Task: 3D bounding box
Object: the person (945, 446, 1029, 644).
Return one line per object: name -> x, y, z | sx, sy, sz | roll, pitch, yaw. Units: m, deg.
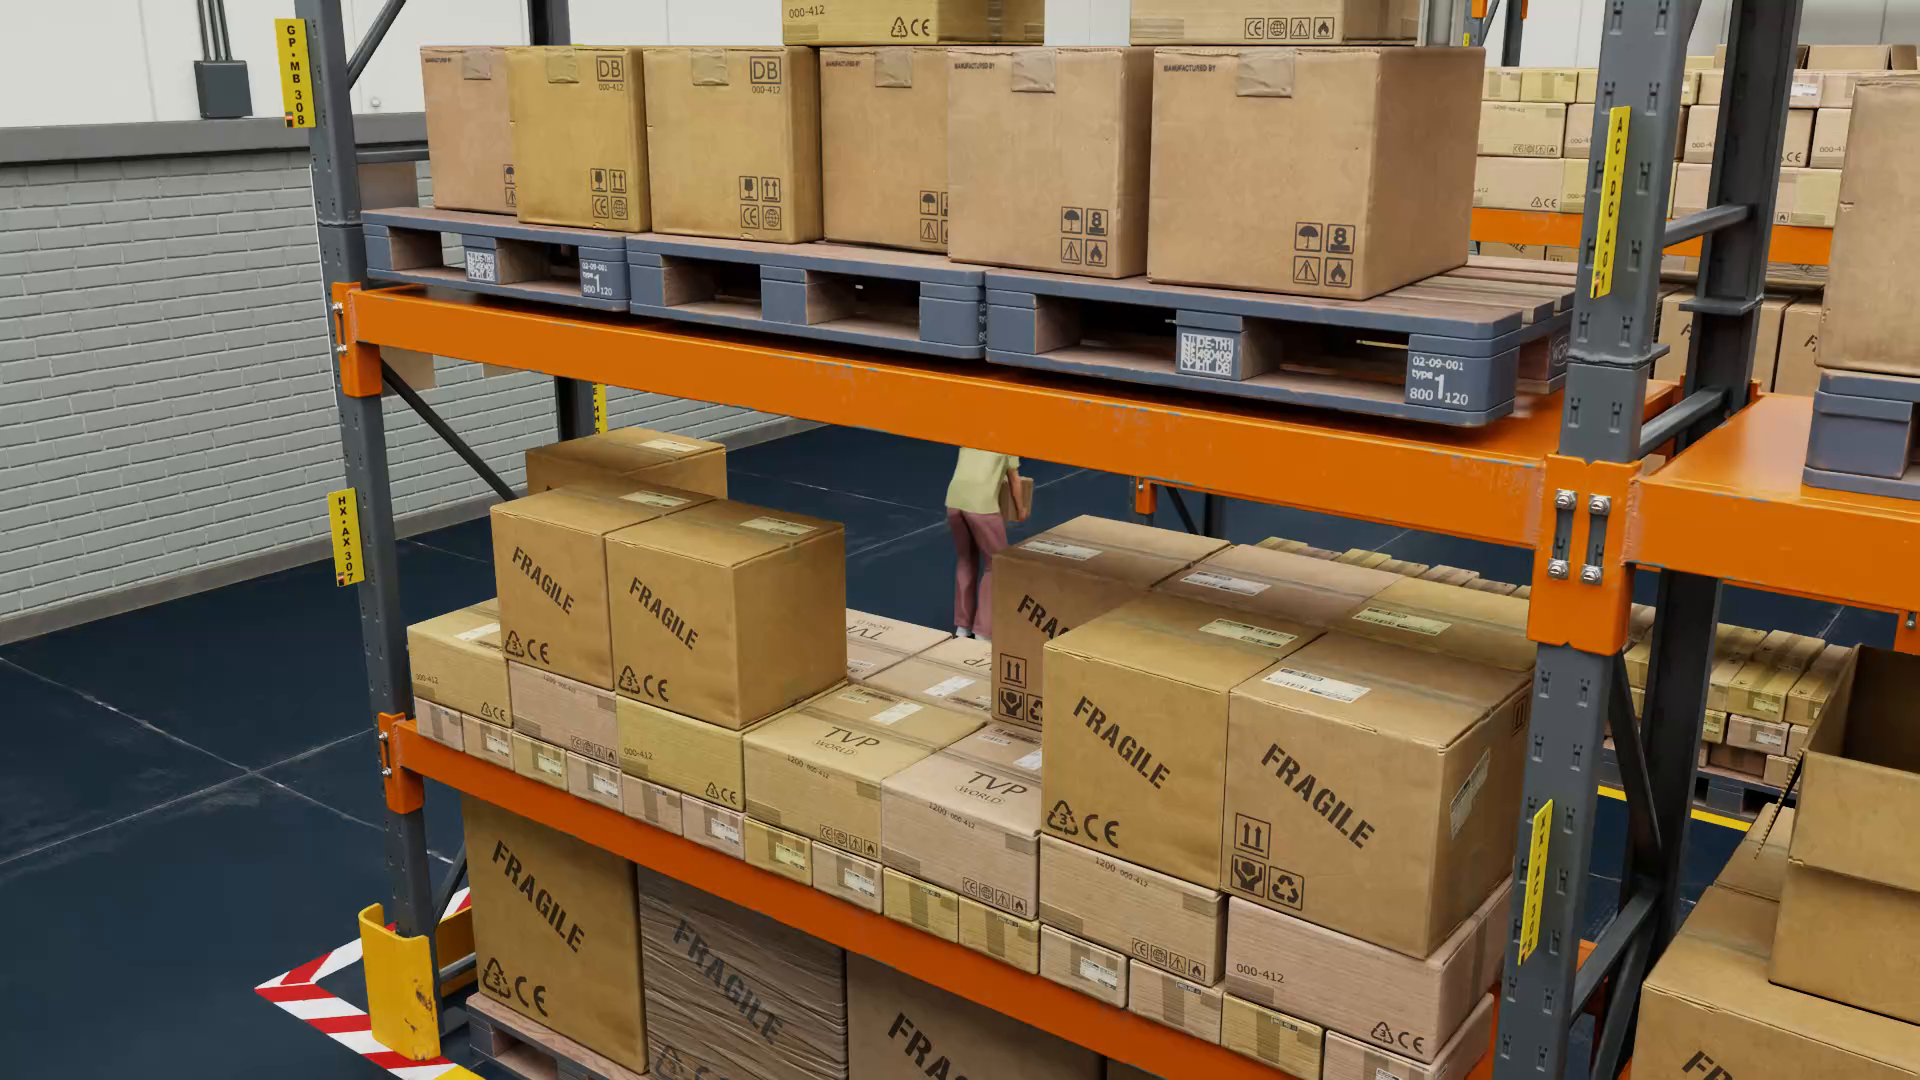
person -> 0.152, -0.174, 10.263 | 0.409, 1.601, 0.551 | 12, 20, 35
